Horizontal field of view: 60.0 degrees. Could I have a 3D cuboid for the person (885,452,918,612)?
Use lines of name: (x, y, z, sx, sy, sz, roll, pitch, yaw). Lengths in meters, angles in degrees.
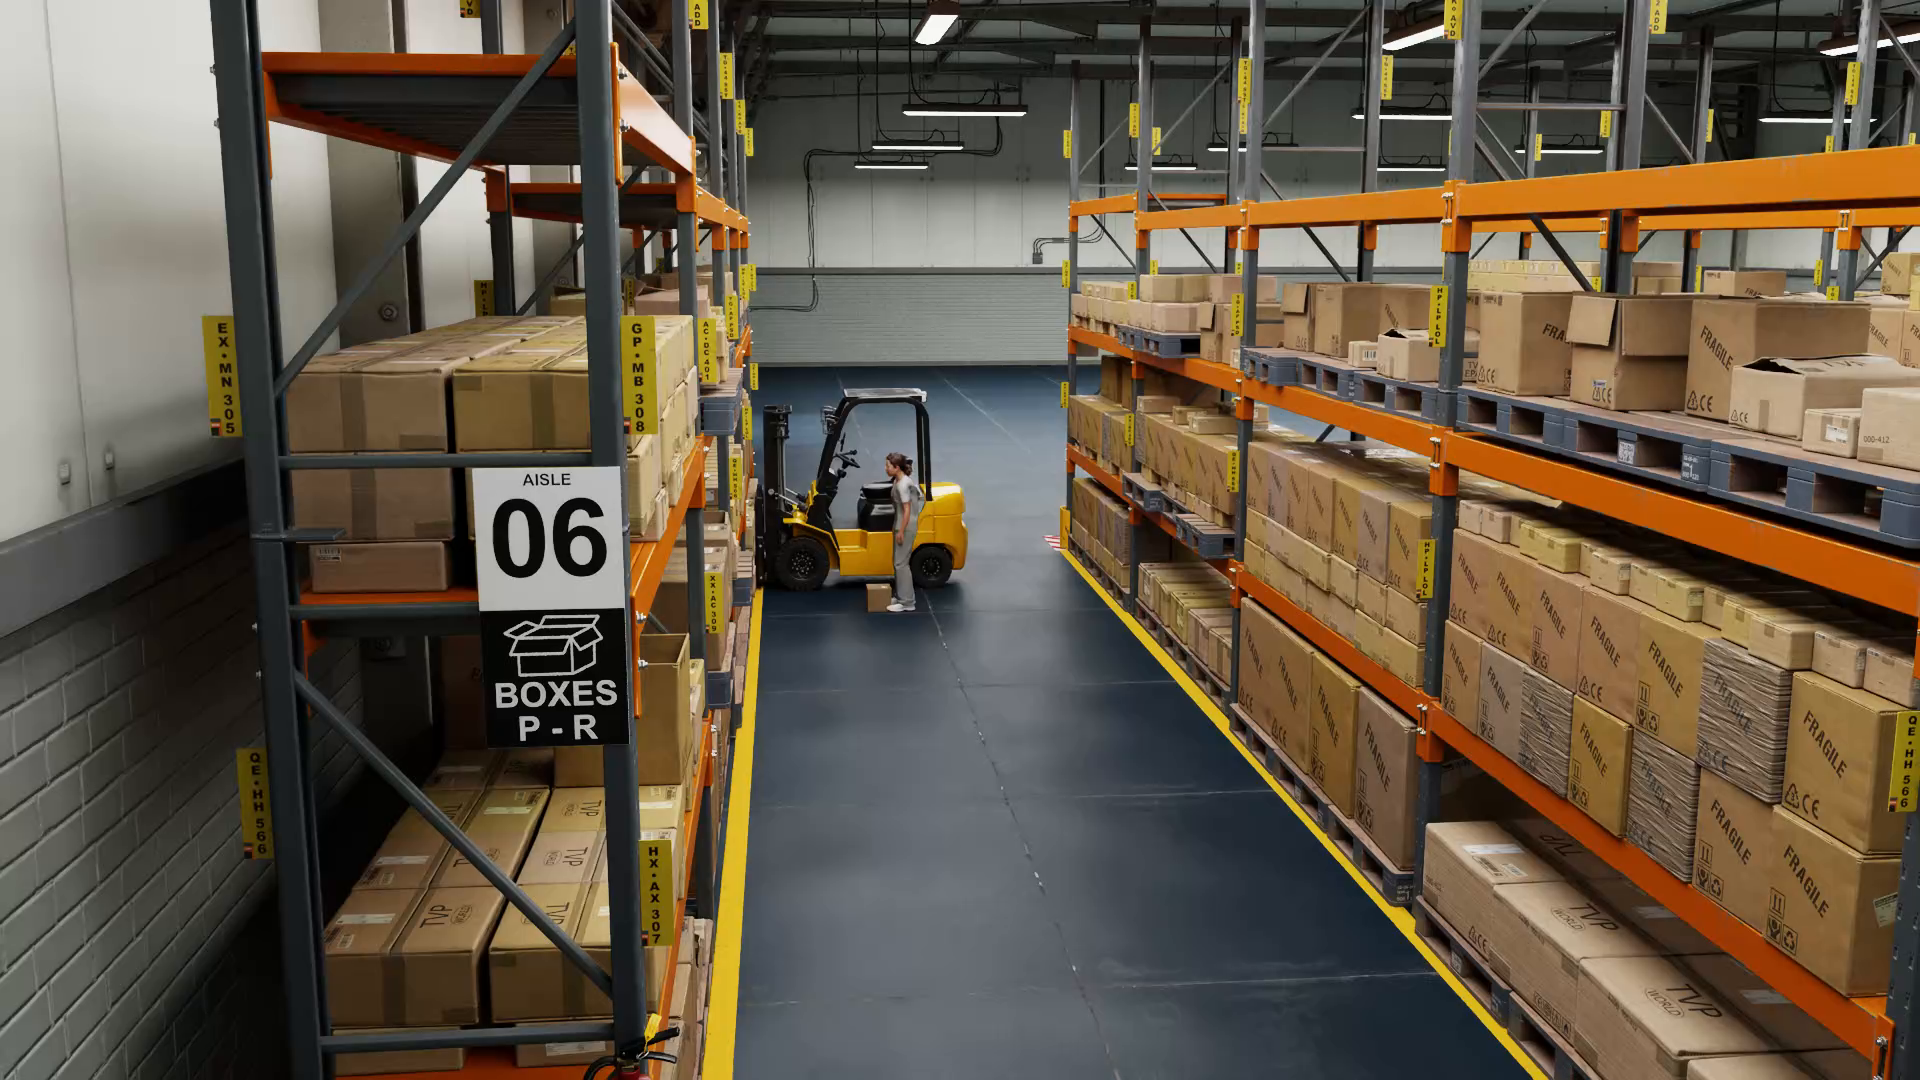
person: (-0.612, -0.097, 17.453, 0.352, 1.672, 0.495, -1, 10, -7)
